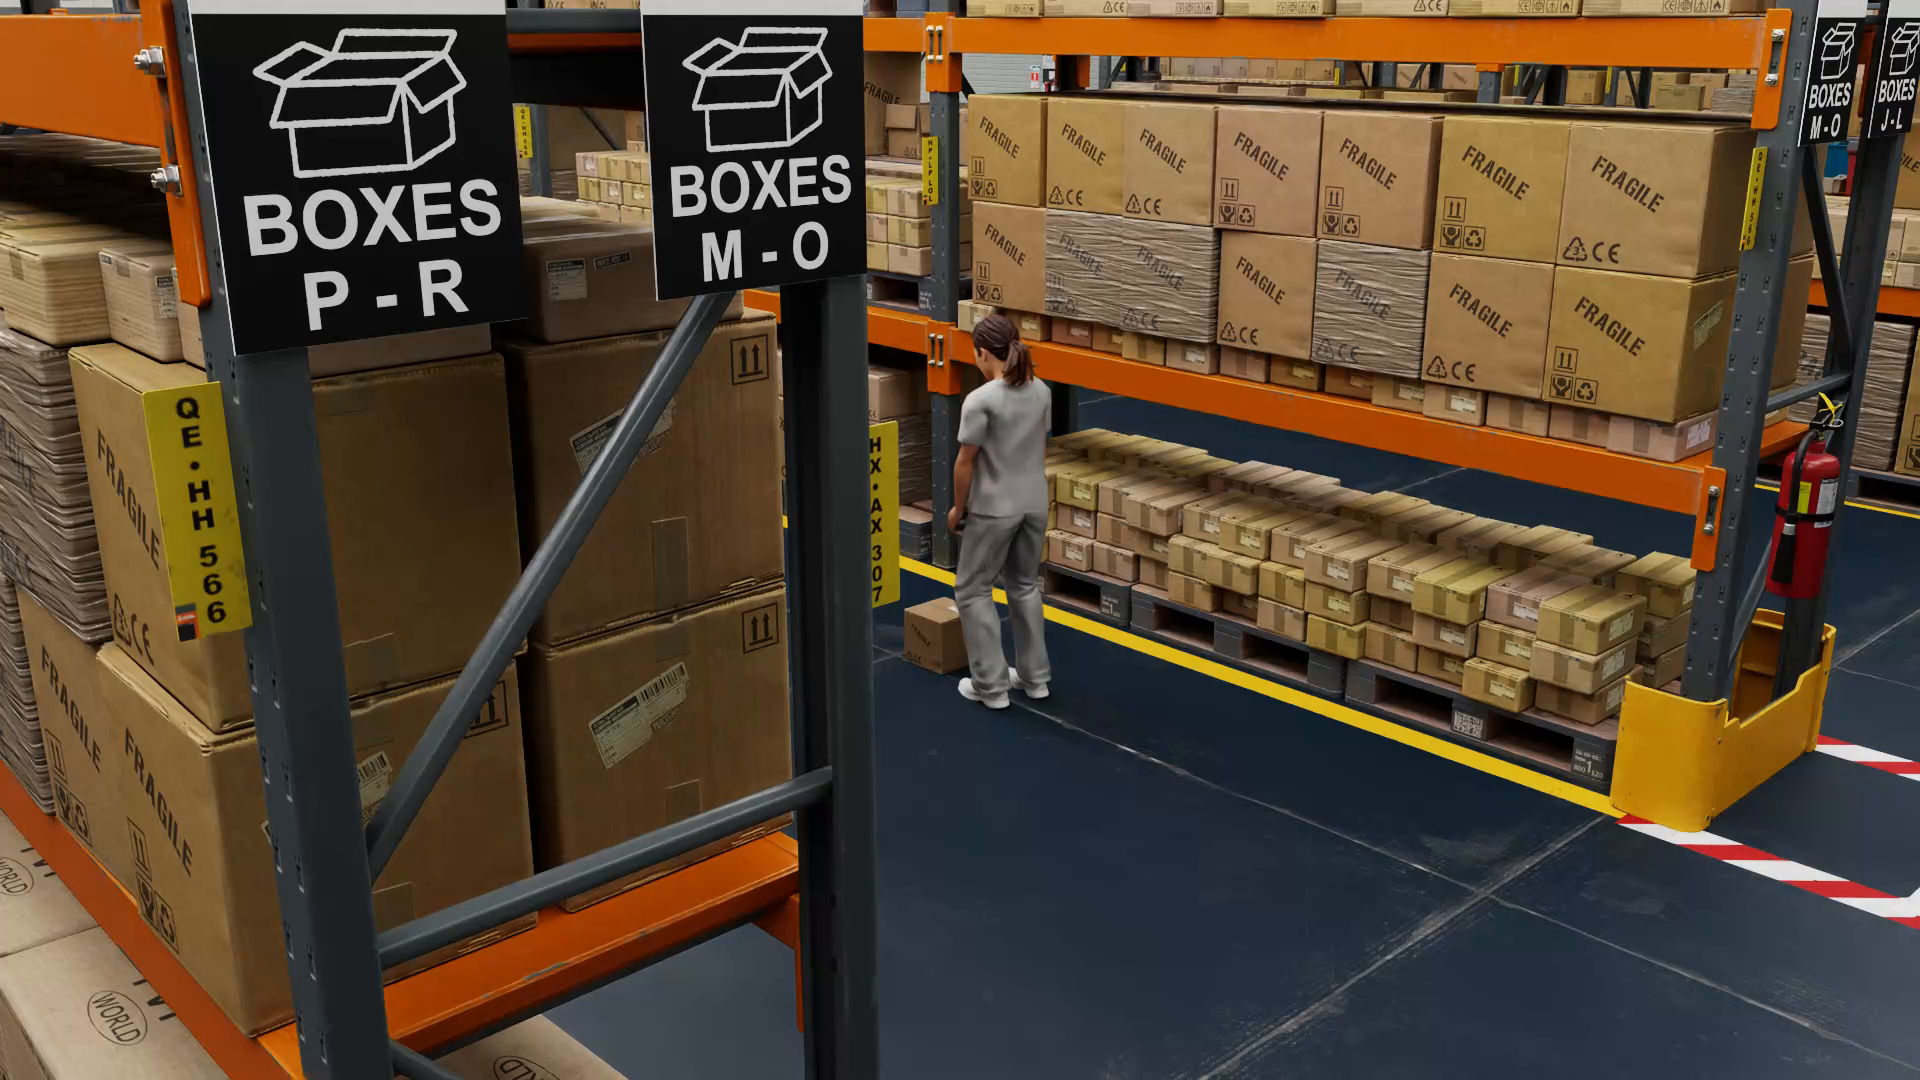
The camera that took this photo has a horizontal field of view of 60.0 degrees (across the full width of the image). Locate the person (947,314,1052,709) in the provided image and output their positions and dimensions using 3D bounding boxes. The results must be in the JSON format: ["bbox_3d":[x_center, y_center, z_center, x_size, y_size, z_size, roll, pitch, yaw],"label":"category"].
[{"bbox_3d":[0.178,-0.110,6.946,0.451,1.657,0.344,-11,20,-31],"label":"person"}]
